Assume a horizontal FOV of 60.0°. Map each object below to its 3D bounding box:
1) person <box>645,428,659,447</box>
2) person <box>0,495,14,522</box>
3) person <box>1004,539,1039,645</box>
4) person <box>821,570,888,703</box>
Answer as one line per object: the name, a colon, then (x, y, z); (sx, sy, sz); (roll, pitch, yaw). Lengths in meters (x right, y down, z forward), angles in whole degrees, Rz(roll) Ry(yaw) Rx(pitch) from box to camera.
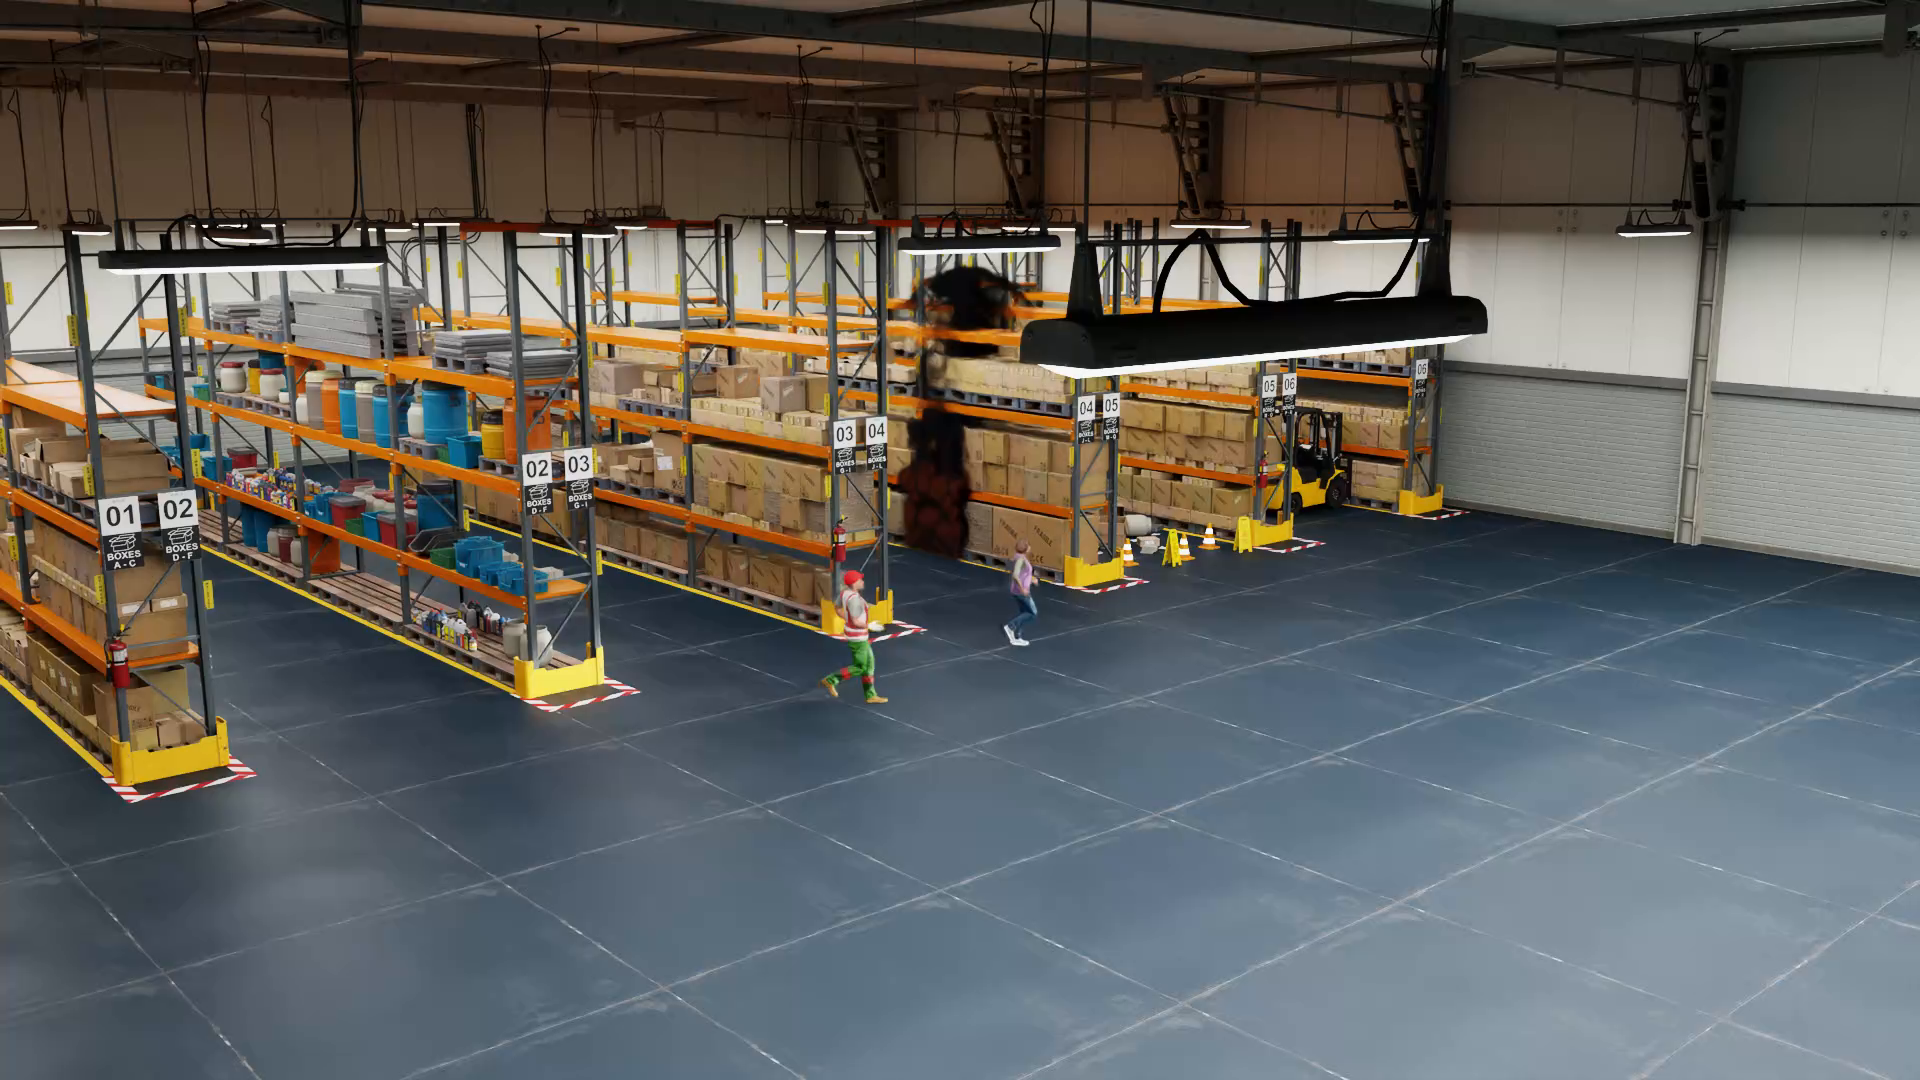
person: (-6.503, -1.556, 35.356); (0.601, 1.705, 0.769); (-10, 15, -40)
person: (-18.068, -0.744, 31.546); (0.782, 1.721, 0.663); (4, 12, 17)
person: (0.890, 0.762, 24.020); (0.536, 1.555, 0.551); (-1, 11, -6)
person: (-1.356, 1.250, 21.217); (0.878, 1.772, 0.656); (-3, 12, -13)
